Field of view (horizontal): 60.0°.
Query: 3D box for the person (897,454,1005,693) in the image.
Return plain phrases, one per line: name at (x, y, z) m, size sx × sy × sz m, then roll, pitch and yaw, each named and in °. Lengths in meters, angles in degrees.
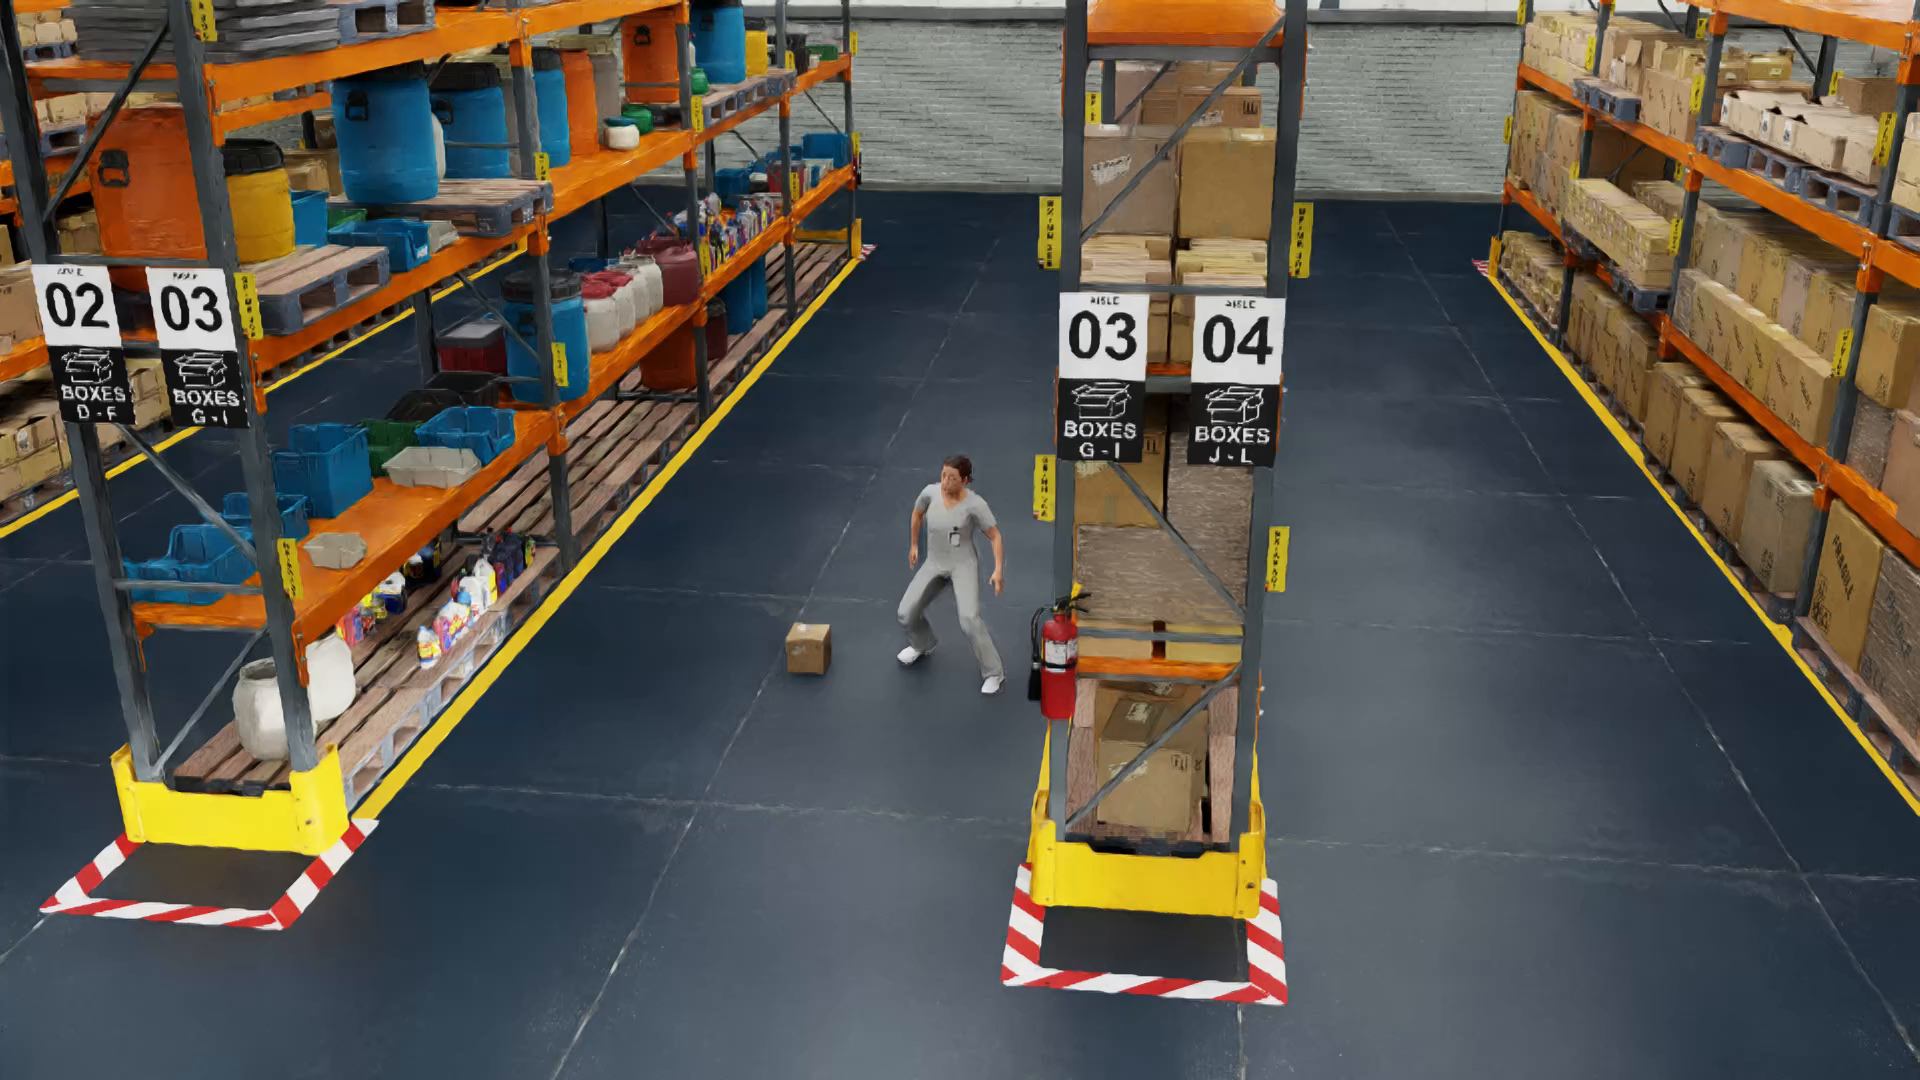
person at (-0.046, 0.175, 10.855) m, size 0.795 × 1.522 × 0.493 m, roll 10°, pitch 23°, yaw 24°
